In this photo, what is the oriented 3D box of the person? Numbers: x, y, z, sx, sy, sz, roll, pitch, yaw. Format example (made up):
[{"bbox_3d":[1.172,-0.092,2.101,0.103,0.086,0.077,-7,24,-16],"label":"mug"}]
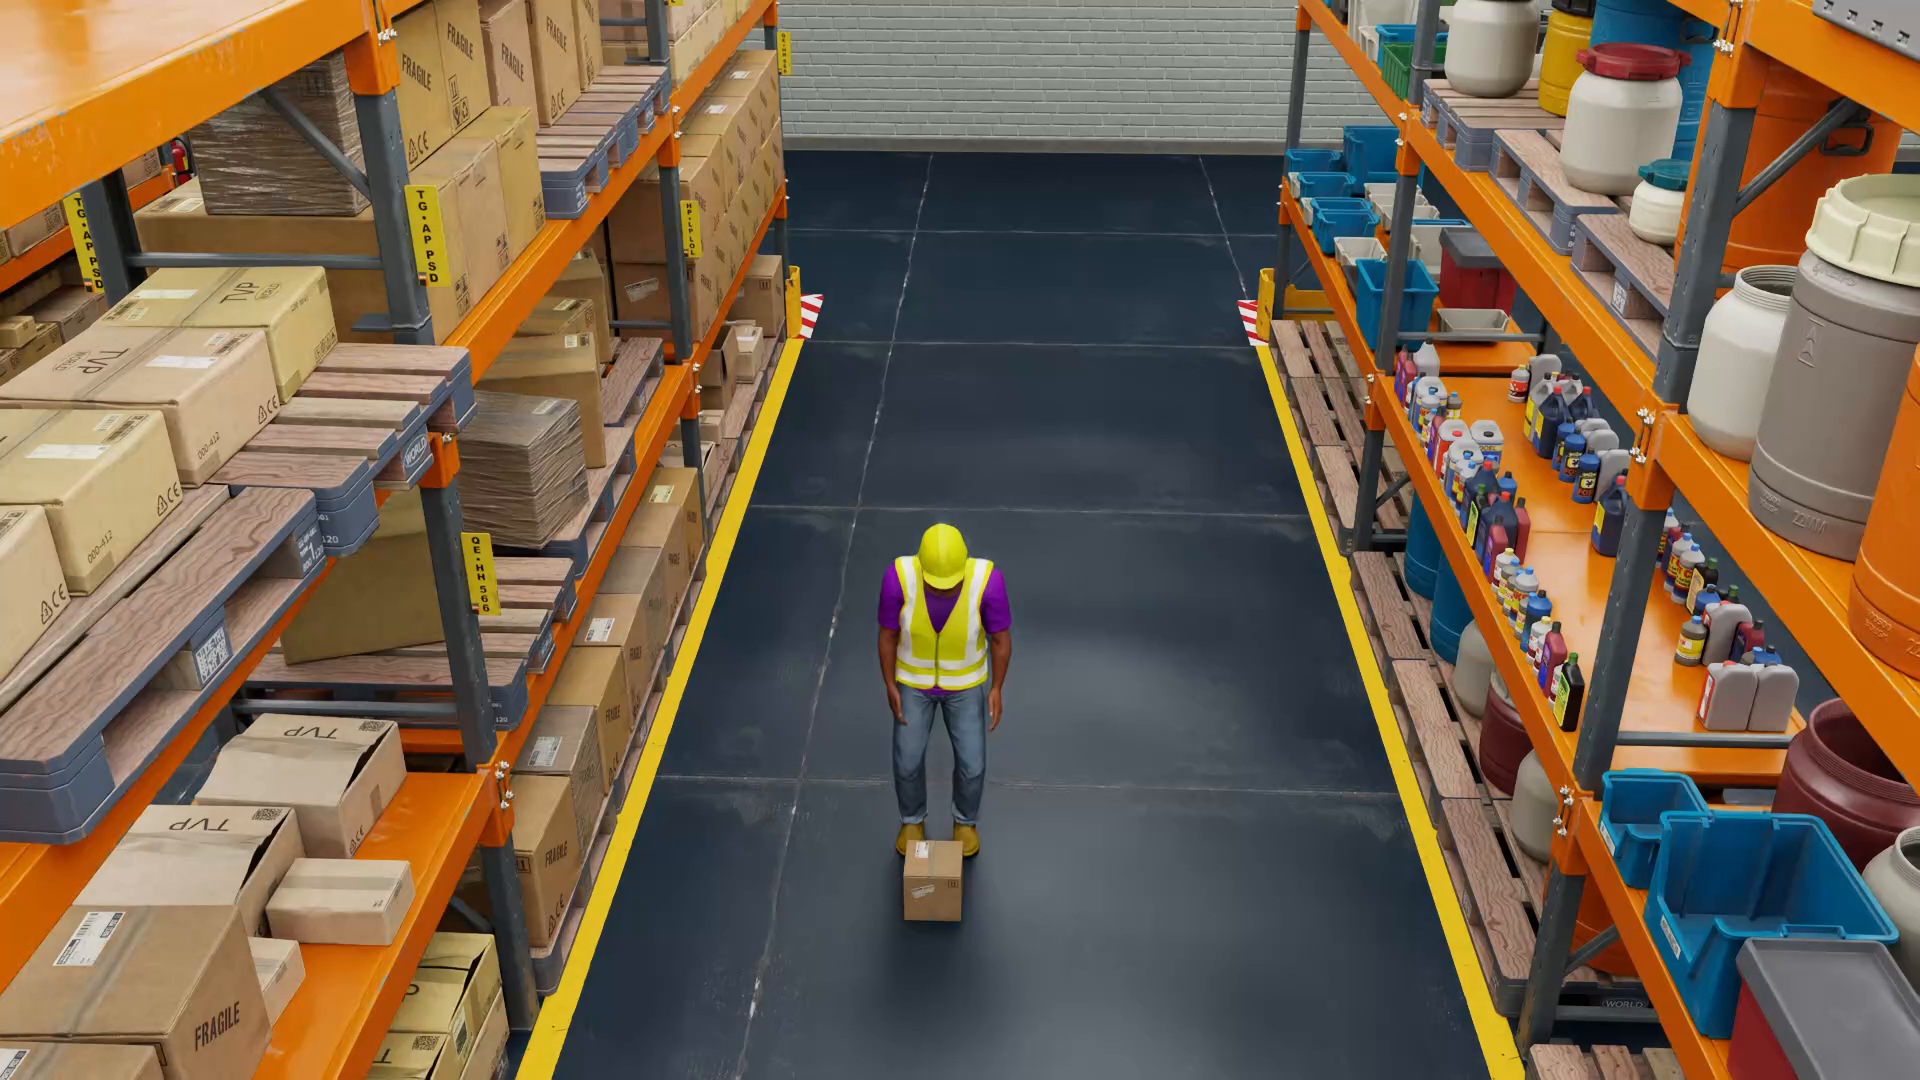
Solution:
[{"bbox_3d":[-0.069,0.659,7.448,0.595,1.676,0.434,2,28,3],"label":"person"}]
